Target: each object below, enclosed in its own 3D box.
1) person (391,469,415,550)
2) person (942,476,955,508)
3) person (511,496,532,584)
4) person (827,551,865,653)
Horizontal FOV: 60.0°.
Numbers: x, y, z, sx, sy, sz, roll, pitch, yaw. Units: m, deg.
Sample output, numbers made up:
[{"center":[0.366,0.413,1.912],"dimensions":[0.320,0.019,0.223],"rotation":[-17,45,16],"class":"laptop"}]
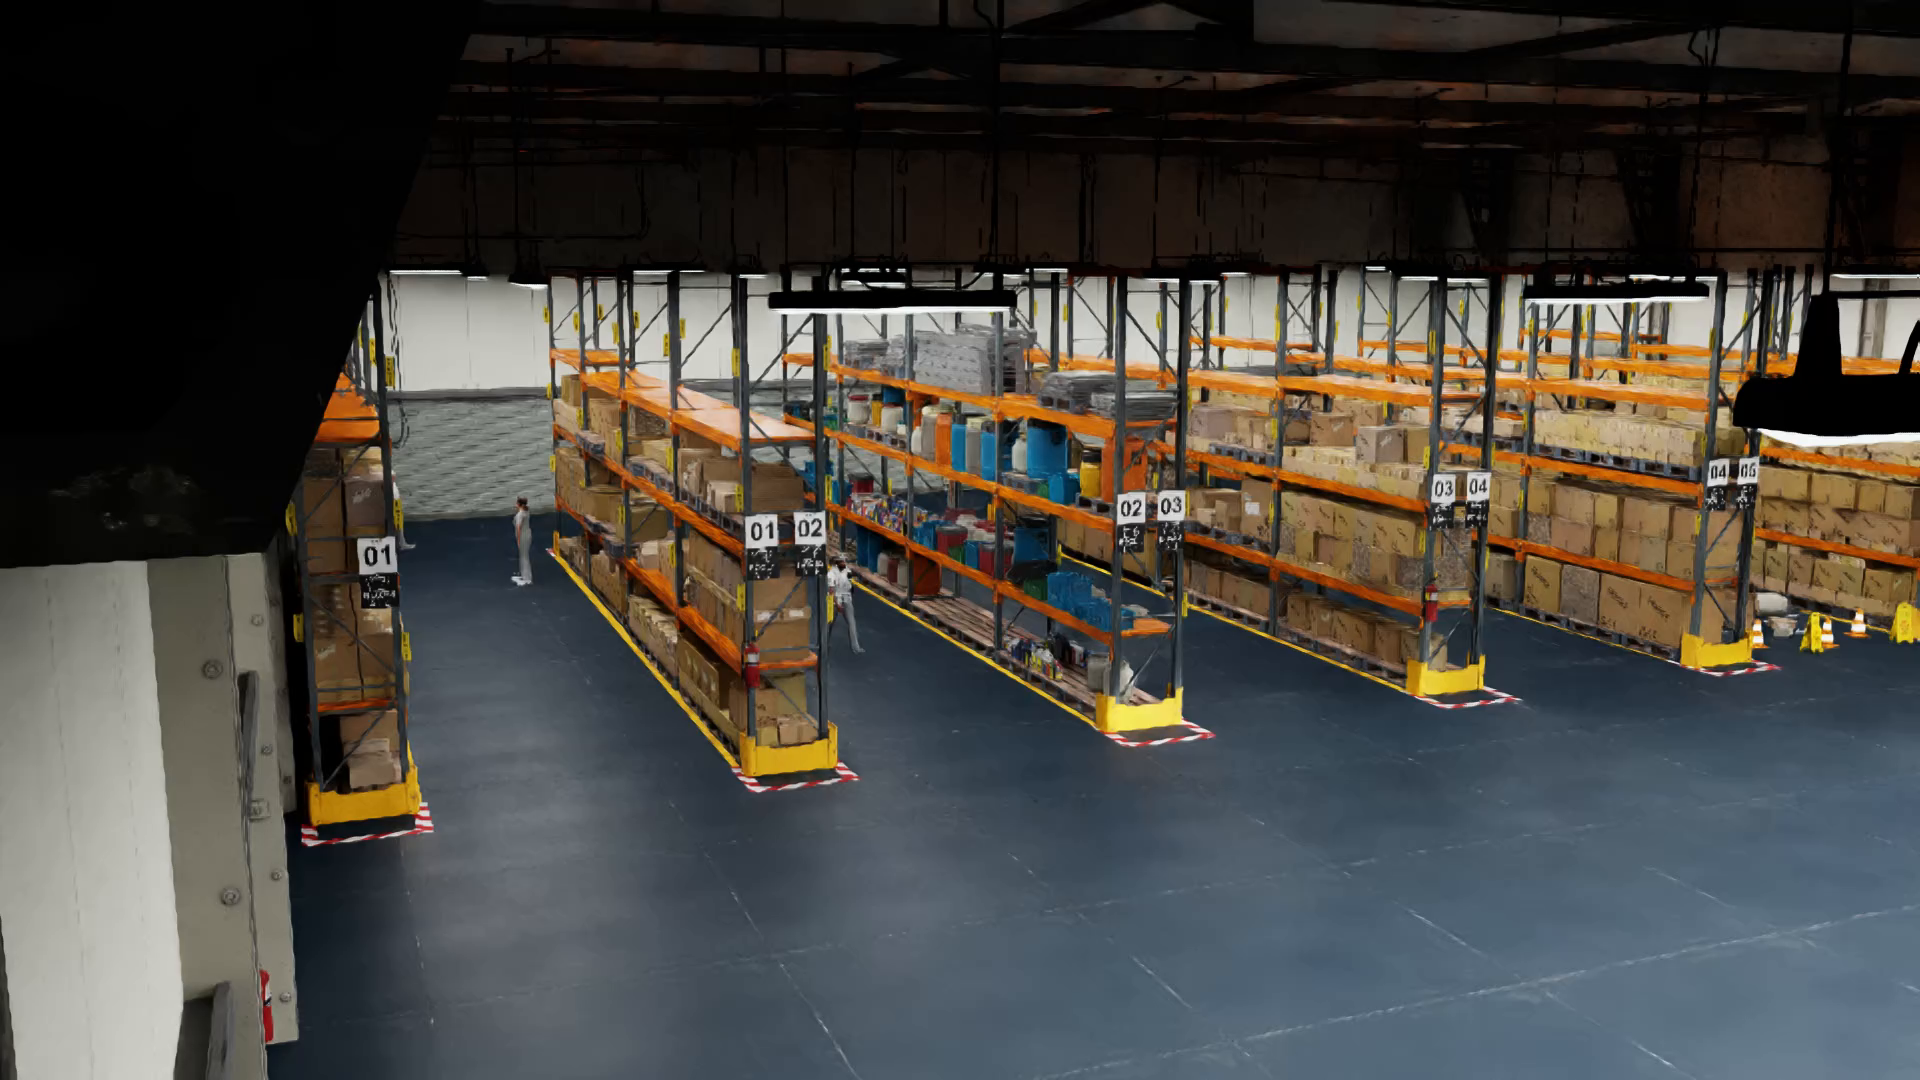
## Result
[{"center":[-11.993,-0.630,35.108],"dimensions":[0.567,1.755,0.744],"rotation":[3,10,17],"class":"person"},{"center":[-0.224,-1.125,37.963],"dimensions":[0.504,1.759,0.588],"rotation":[2,10,10],"class":"person"},{"center":[-8.406,-0.015,31.830],"dimensions":[0.477,1.675,0.487],"rotation":[1,10,8],"class":"person"},{"center":[-1.902,0.962,26.364],"dimensions":[0.443,1.622,0.996],"rotation":[-6,11,-29],"class":"person"}]
